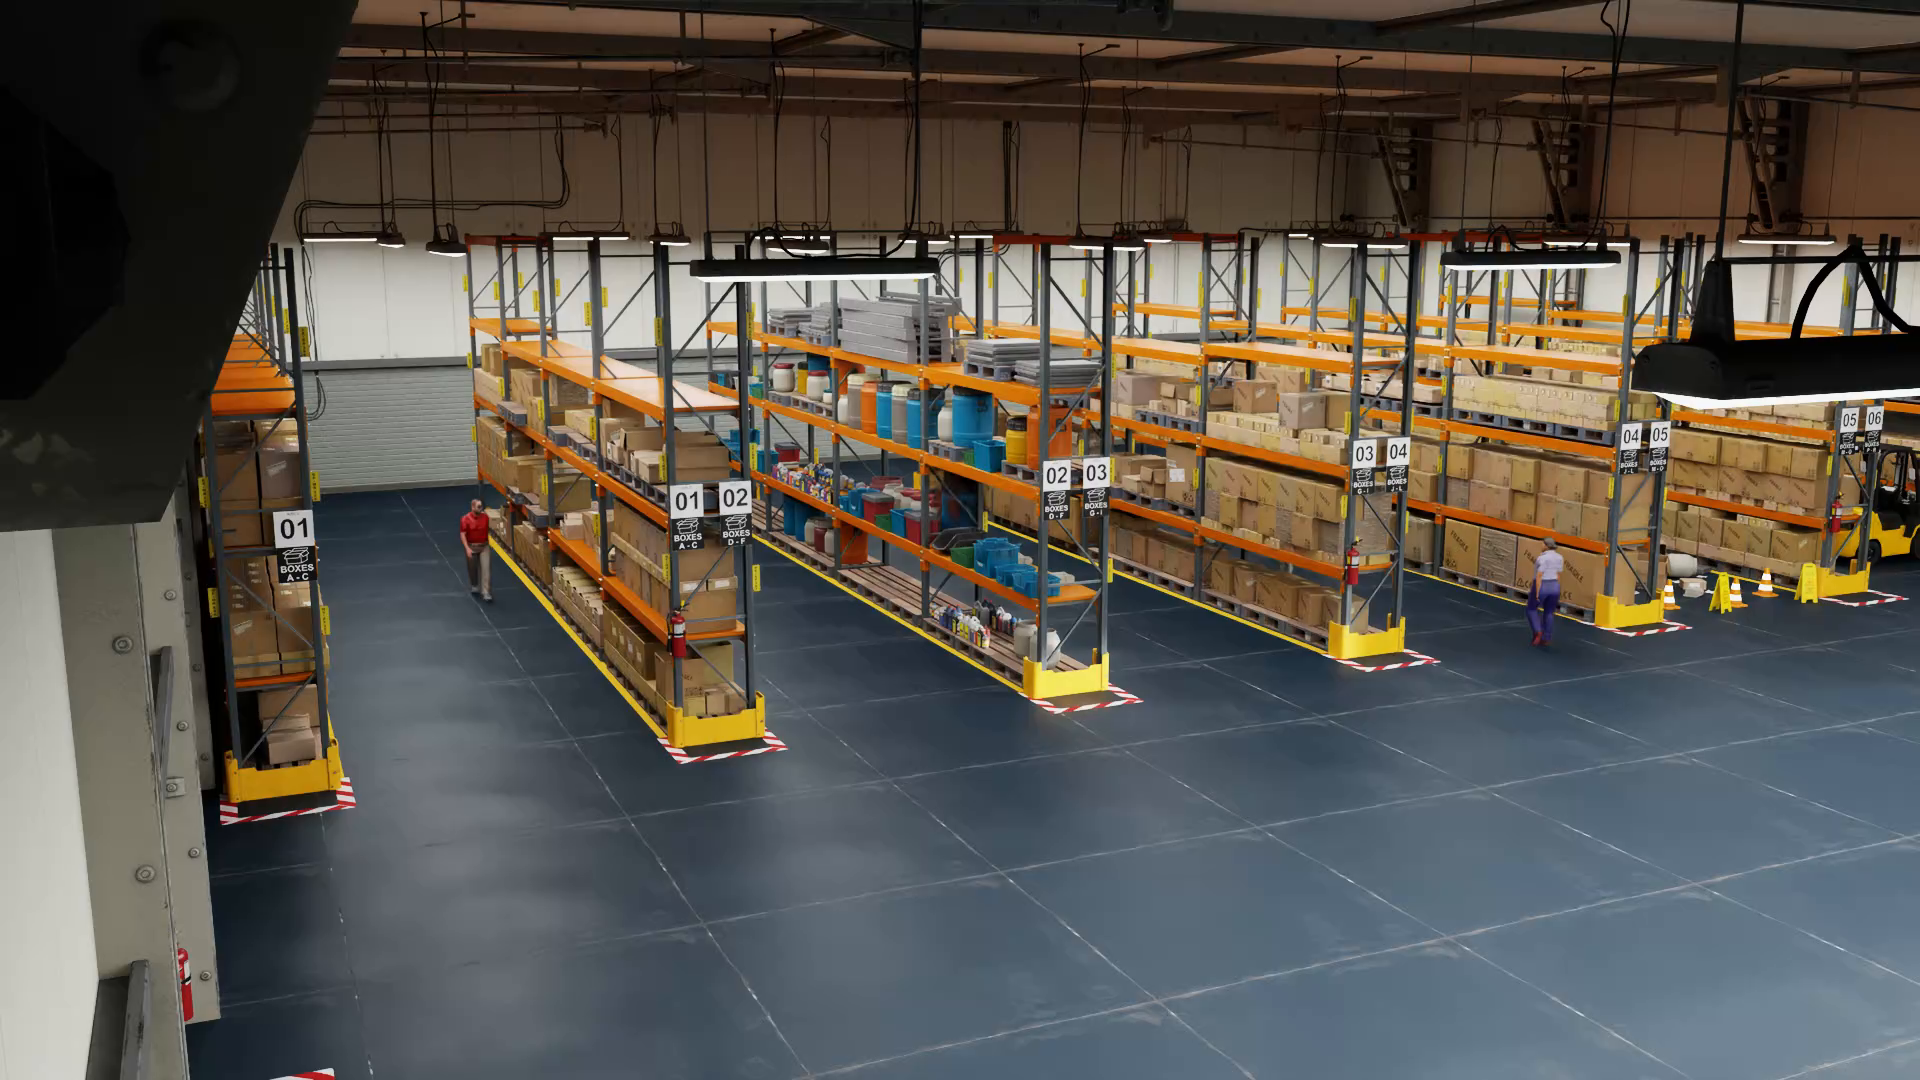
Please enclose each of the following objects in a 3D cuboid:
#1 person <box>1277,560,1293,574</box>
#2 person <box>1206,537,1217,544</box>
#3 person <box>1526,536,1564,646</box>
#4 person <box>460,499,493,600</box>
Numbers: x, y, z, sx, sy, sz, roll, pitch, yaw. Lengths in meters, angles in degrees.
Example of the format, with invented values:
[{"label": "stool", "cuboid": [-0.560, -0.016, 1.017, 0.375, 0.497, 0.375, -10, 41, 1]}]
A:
[{"label": "person", "cuboid": [5.742, -0.105, 29.316, 0.489, 1.697, 0.498, 5, 12, 23]}, {"label": "person", "cuboid": [4.893, -0.779, 32.870, 0.464, 1.616, 0.952, -6, 13, -29]}, {"label": "person", "cuboid": [8.747, 0.773, 24.791, 0.475, 1.630, 0.460, 1, 11, 4]}, {"label": "person", "cuboid": [-8.125, 0.152, 27.902, 0.494, 1.685, 1.021, -4, 12, -18]}]
